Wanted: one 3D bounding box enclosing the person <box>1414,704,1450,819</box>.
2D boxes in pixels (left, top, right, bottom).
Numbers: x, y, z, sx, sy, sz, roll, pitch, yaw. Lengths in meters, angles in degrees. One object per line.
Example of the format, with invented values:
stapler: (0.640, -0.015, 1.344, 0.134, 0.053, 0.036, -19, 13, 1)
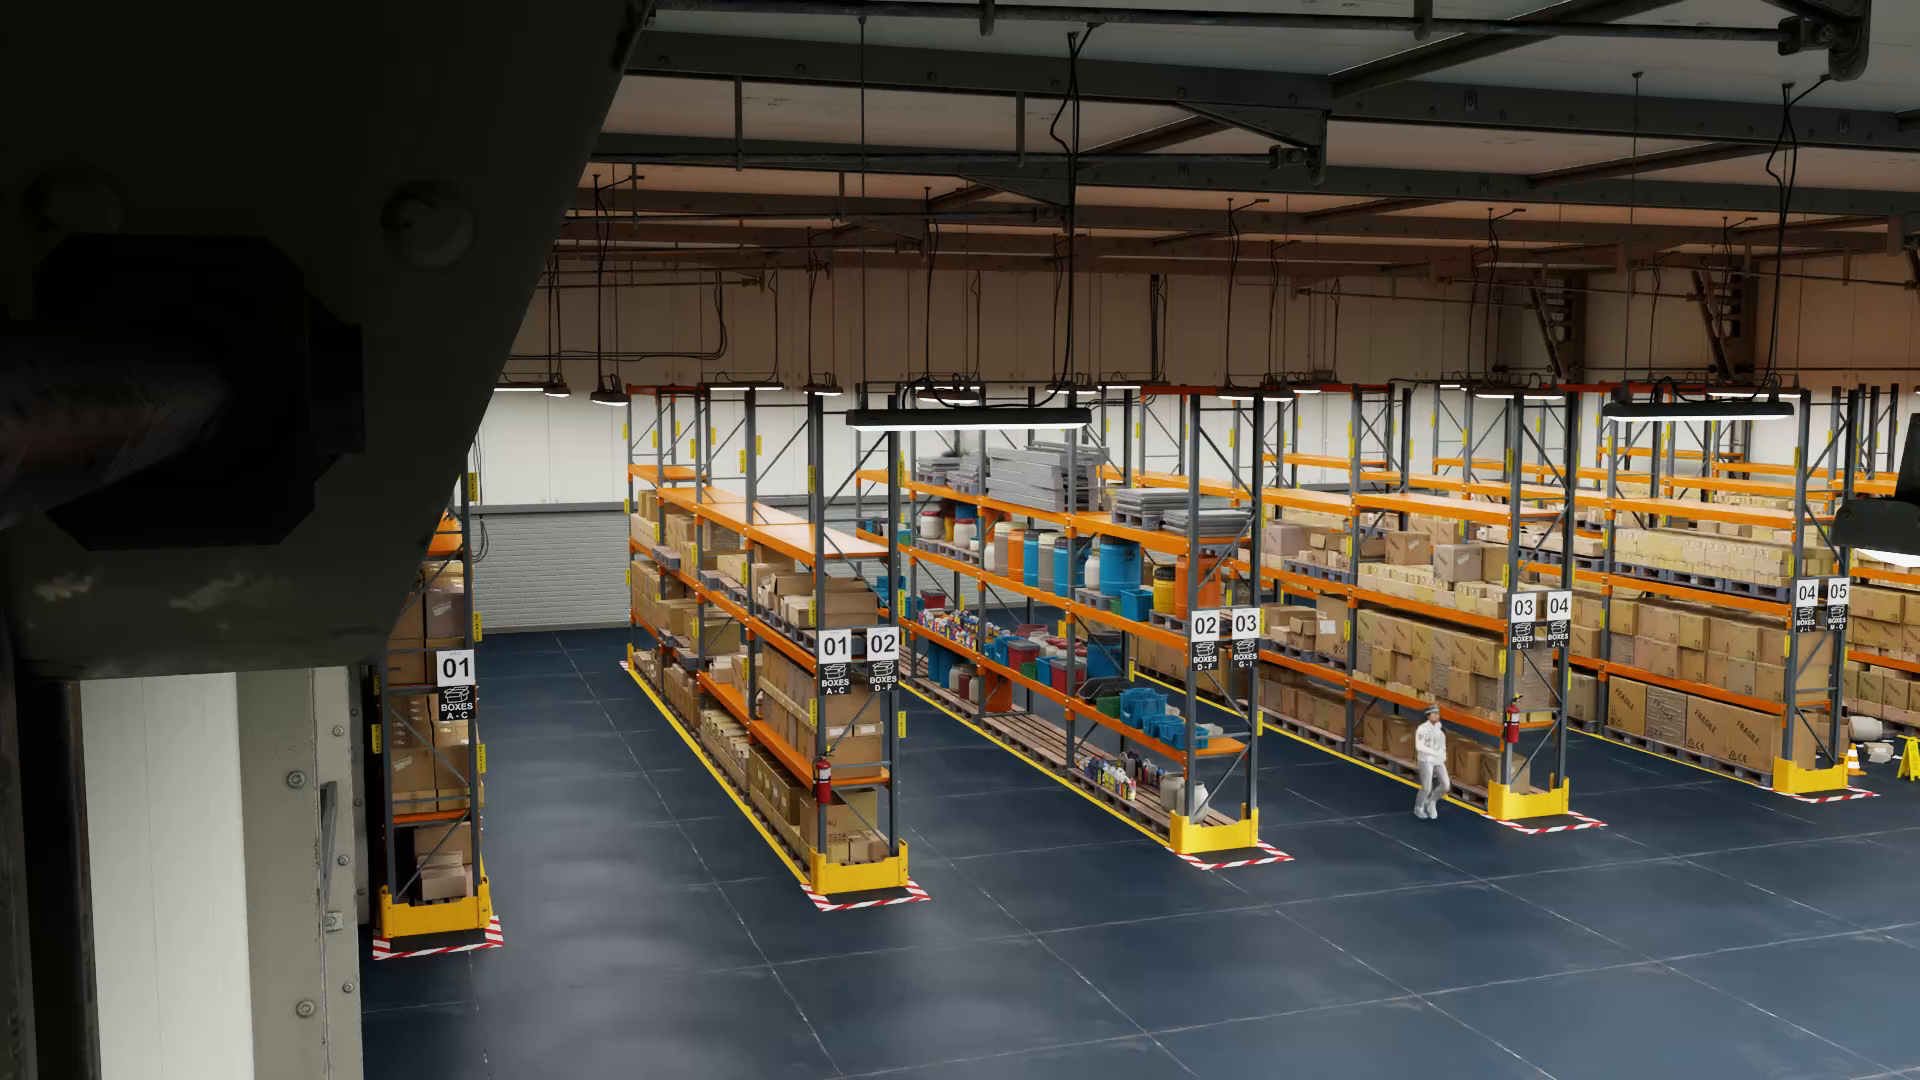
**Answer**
person: (6.621, 3.103, 23.222, 0.635, 1.668, 0.621, -3, 7, -27)
